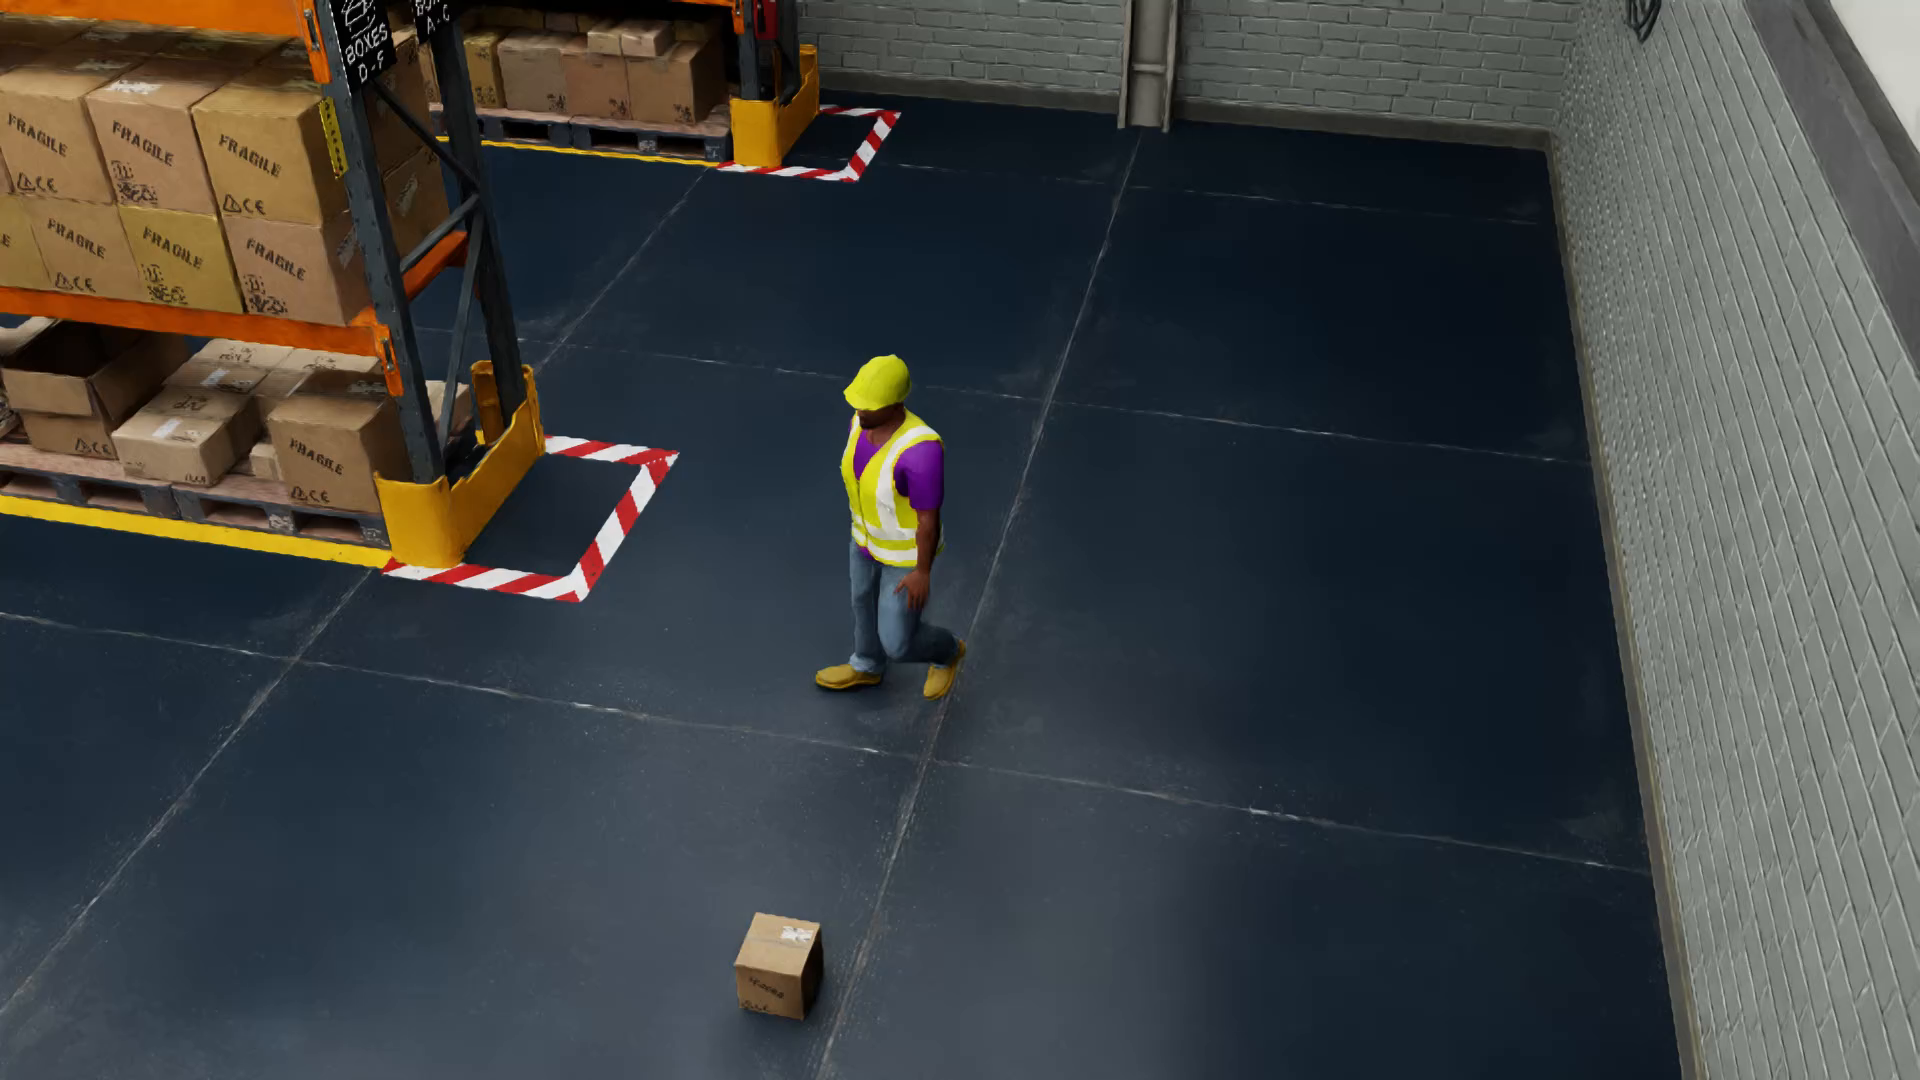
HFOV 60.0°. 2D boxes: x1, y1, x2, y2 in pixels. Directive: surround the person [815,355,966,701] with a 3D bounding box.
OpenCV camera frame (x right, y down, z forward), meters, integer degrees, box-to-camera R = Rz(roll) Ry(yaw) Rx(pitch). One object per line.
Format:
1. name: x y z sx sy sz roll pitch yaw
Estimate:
1. person: -0.263 -0.013 6.932 0.548 1.764 0.644 -24 43 -29
